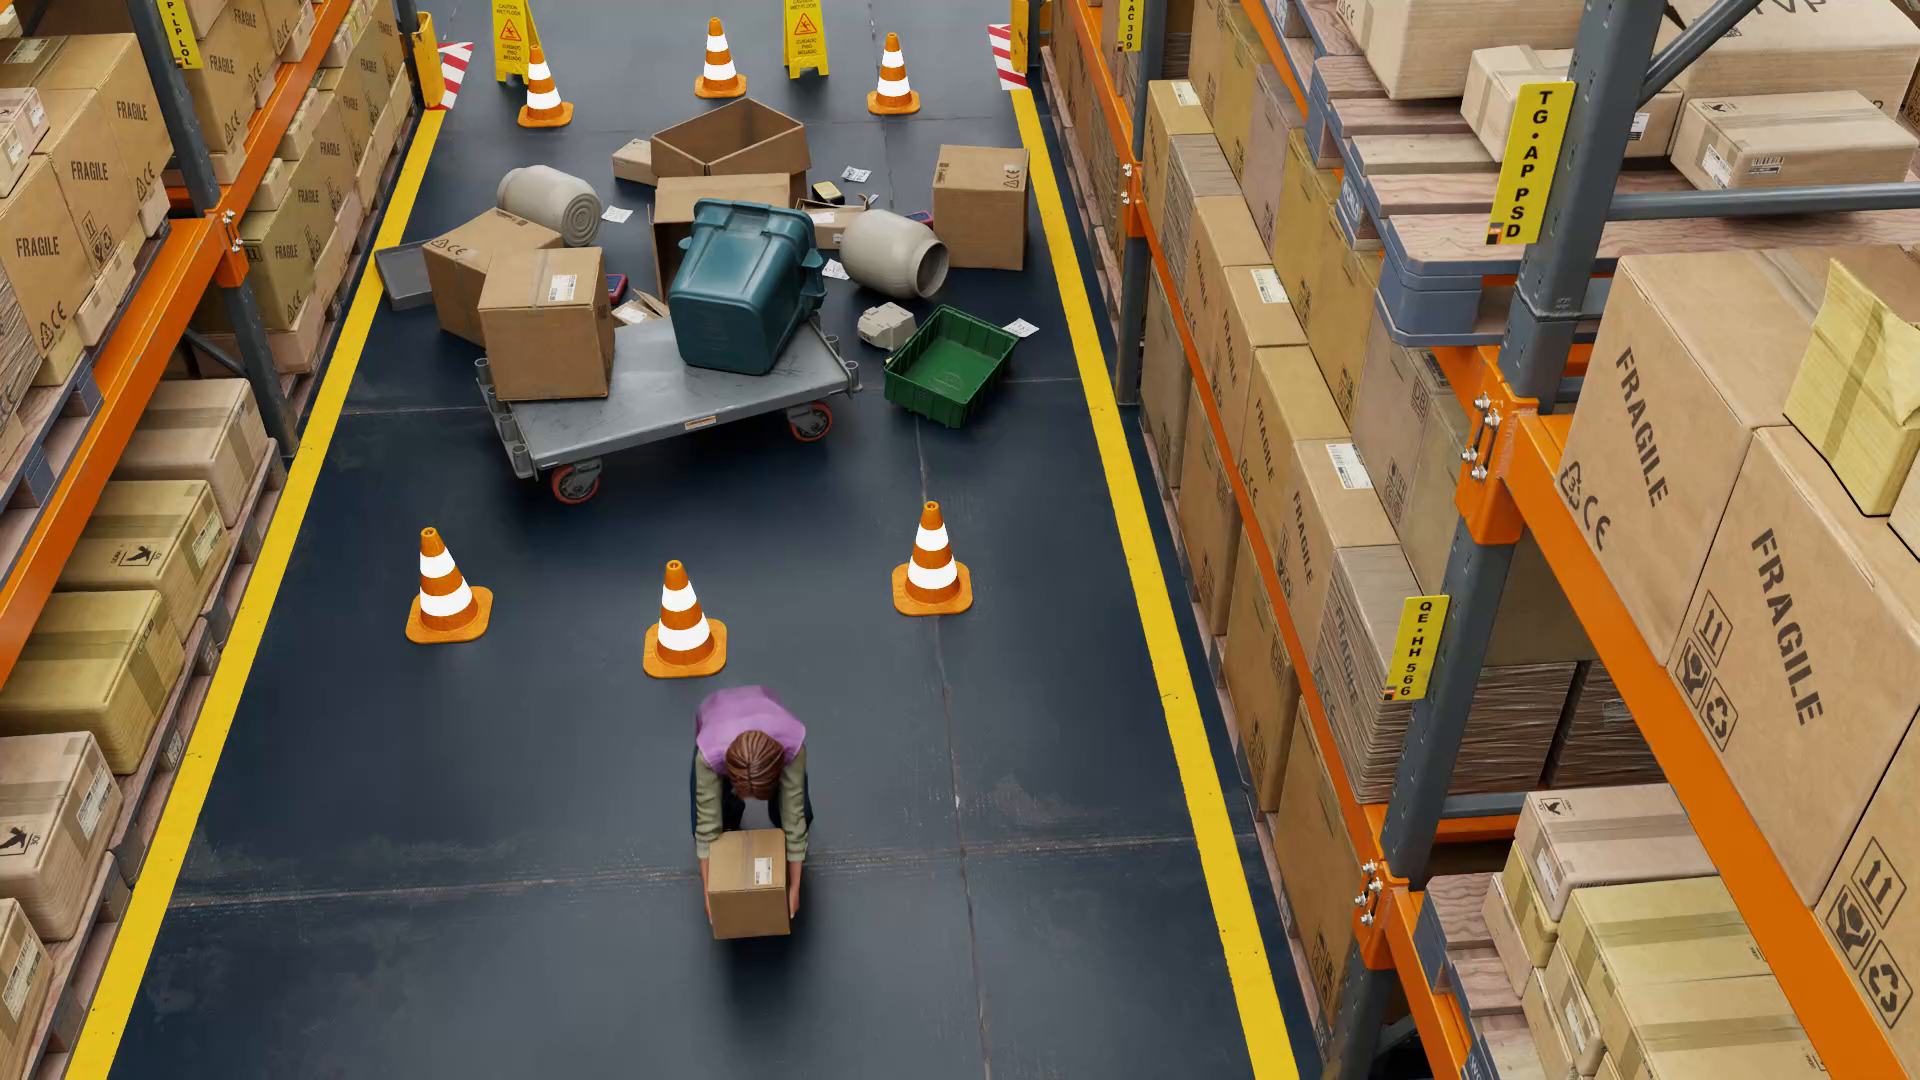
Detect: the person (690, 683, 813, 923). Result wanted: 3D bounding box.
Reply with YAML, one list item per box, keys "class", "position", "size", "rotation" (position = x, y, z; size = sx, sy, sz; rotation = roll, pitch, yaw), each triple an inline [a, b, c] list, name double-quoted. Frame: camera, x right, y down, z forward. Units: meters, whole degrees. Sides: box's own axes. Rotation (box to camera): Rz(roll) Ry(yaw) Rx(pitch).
- class: "person"
  position: [-0.723, 0.838, 5.709]
  size: [0.420, 0.895, 0.831]
  rotation: [-4, 40, -5]
